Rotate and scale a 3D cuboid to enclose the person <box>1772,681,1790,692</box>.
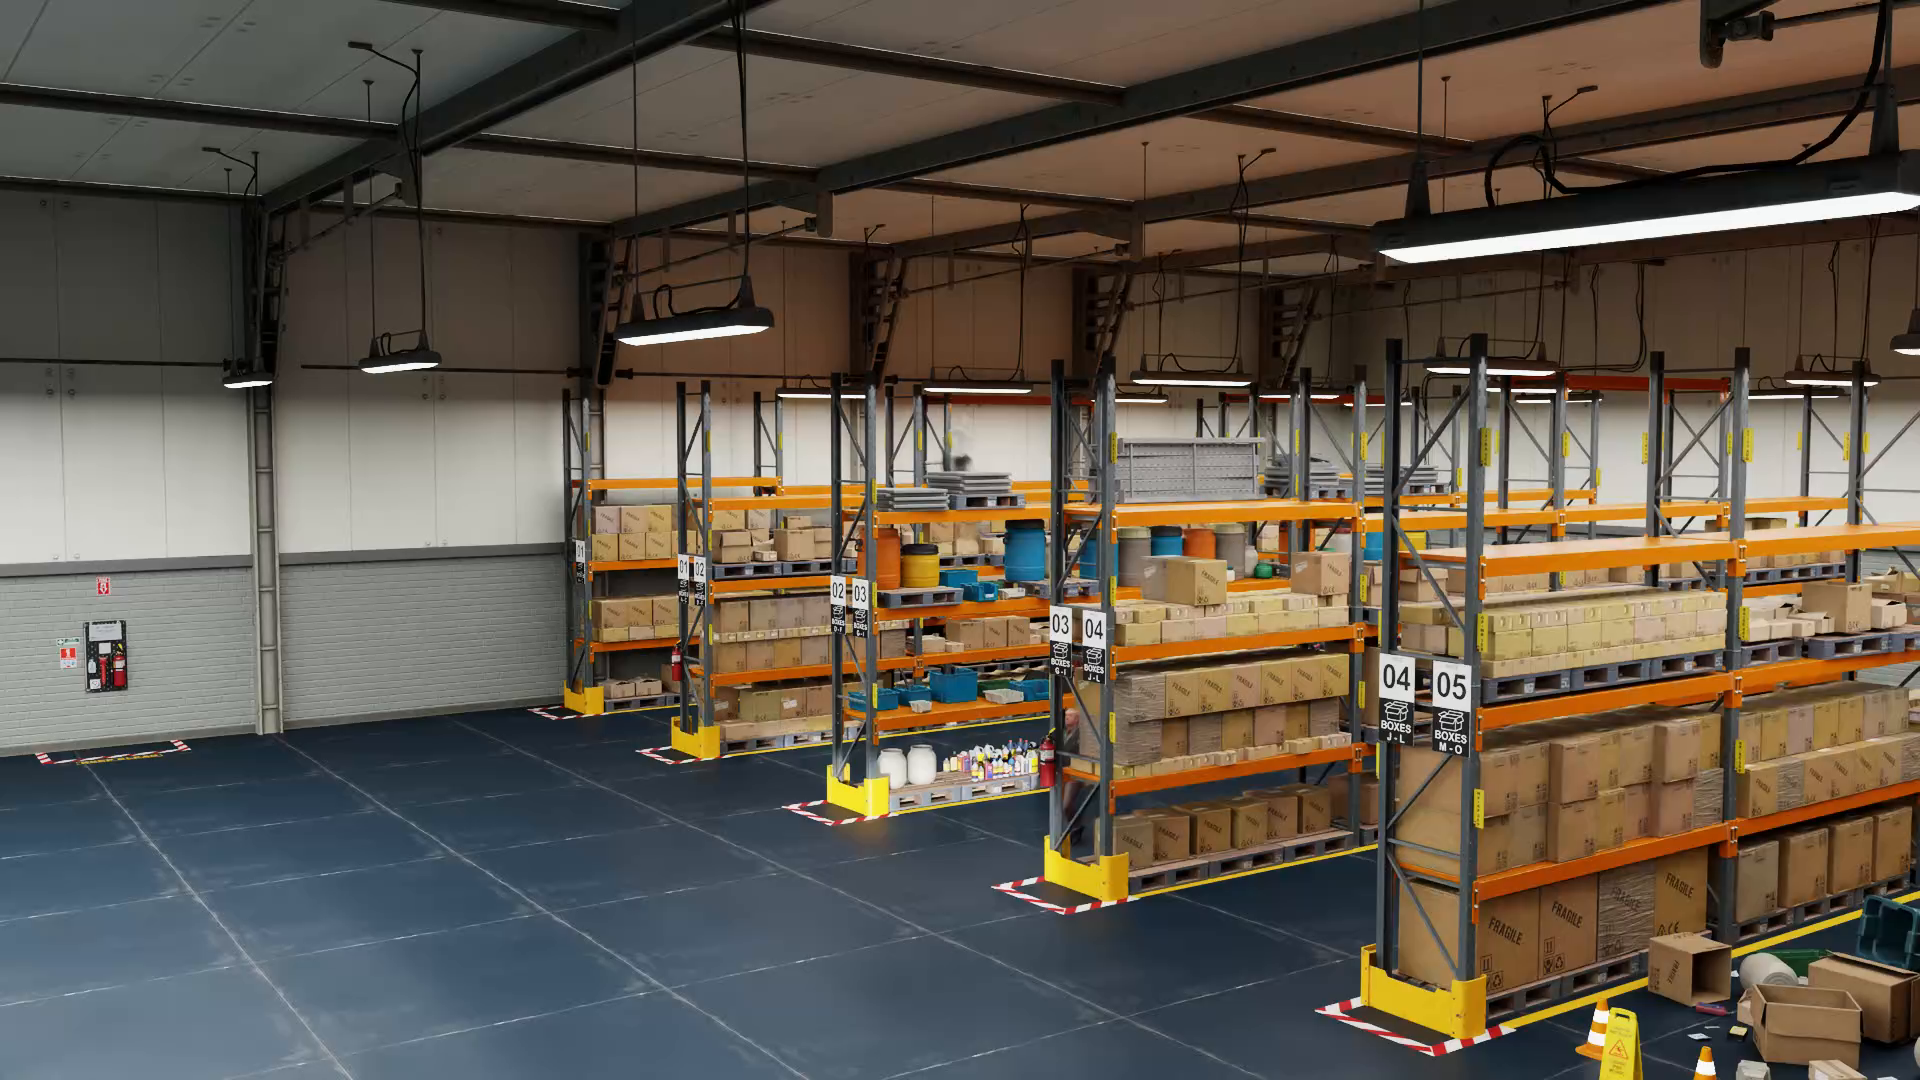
[{"bbox_3d":[11.601,2.808,23.595,0.683,1.736,0.592,-3,5,-39],"label":"person"}]

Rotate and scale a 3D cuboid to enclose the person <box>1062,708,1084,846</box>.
[{"bbox_3d":[1.362,2.974,20.877,0.642,1.717,0.647,3,5,44],"label":"person"}]
